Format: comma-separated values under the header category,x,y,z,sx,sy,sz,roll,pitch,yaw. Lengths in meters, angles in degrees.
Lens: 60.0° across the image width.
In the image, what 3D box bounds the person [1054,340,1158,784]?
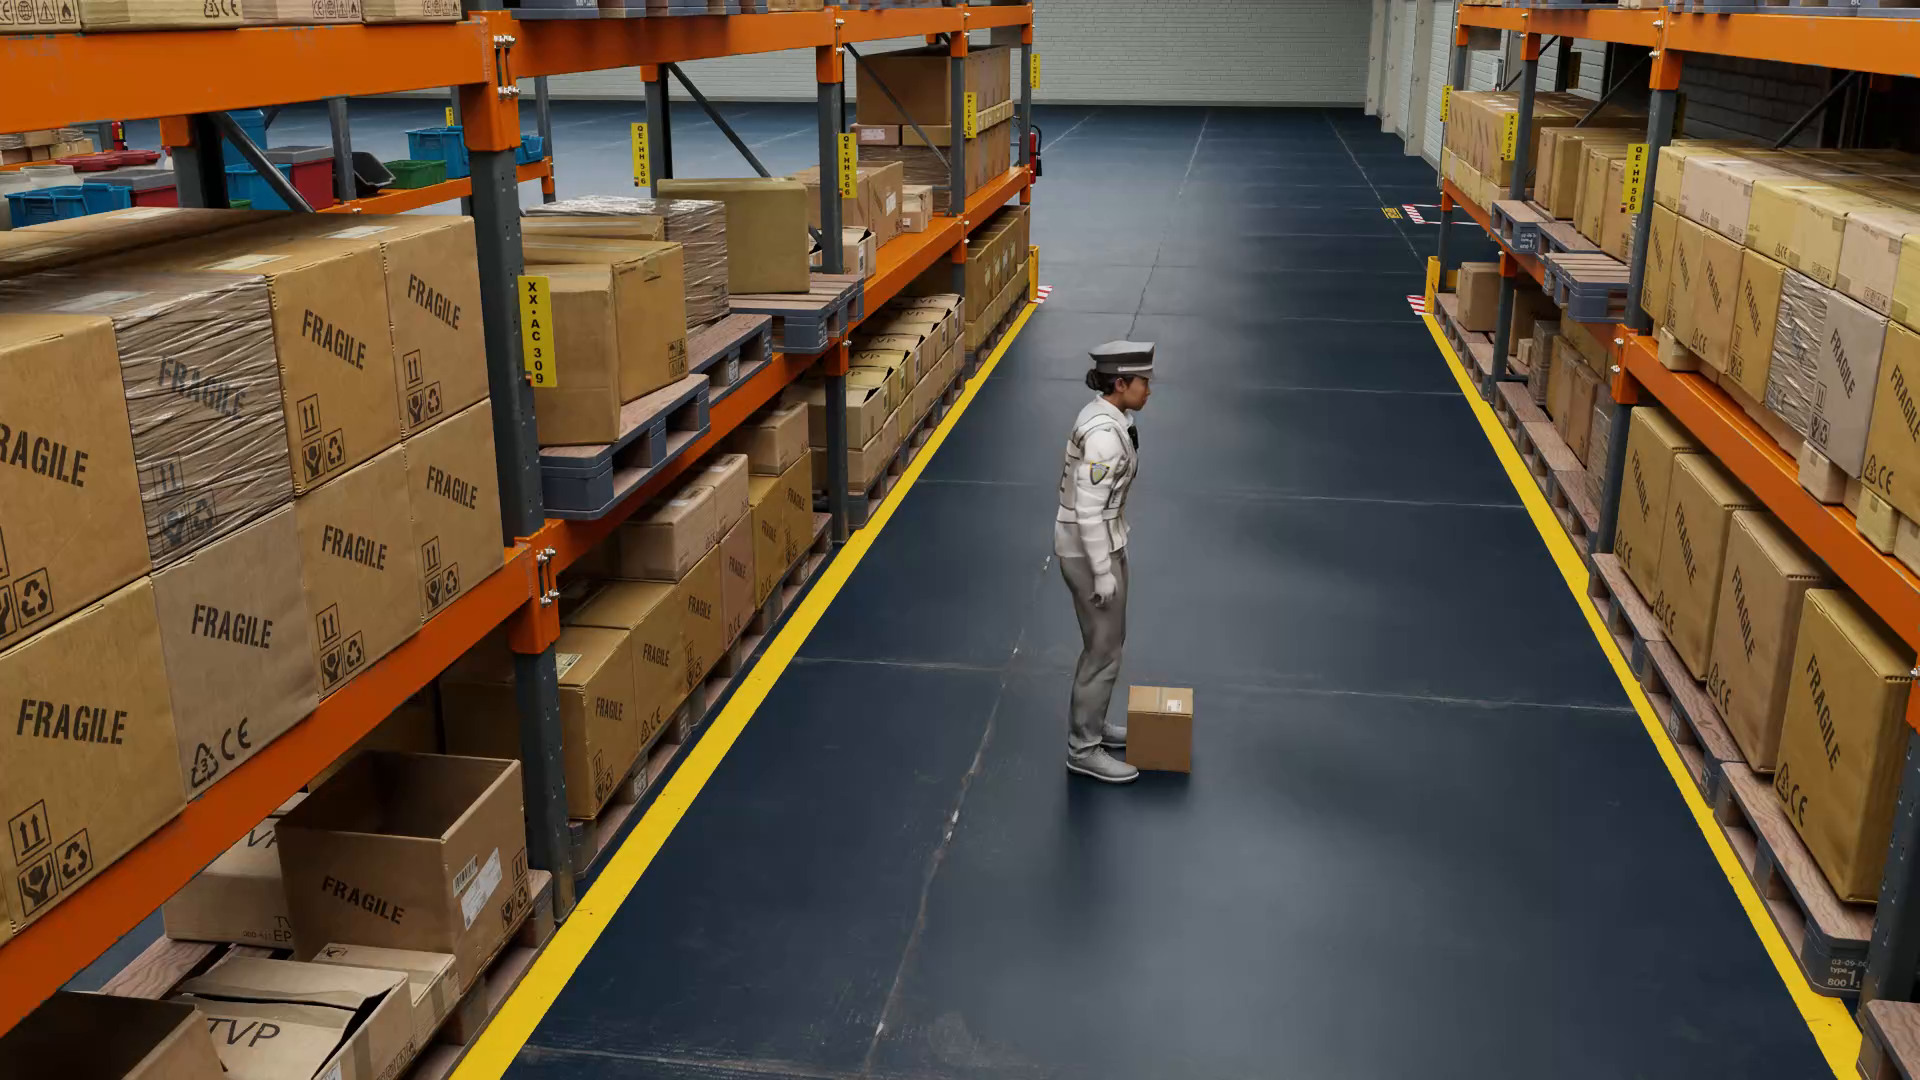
category,x,y,z,sx,sy,sz,roll,pitch,yaw
person,0.543,0.064,6.353,0.372,1.663,0.528,2,18,7
